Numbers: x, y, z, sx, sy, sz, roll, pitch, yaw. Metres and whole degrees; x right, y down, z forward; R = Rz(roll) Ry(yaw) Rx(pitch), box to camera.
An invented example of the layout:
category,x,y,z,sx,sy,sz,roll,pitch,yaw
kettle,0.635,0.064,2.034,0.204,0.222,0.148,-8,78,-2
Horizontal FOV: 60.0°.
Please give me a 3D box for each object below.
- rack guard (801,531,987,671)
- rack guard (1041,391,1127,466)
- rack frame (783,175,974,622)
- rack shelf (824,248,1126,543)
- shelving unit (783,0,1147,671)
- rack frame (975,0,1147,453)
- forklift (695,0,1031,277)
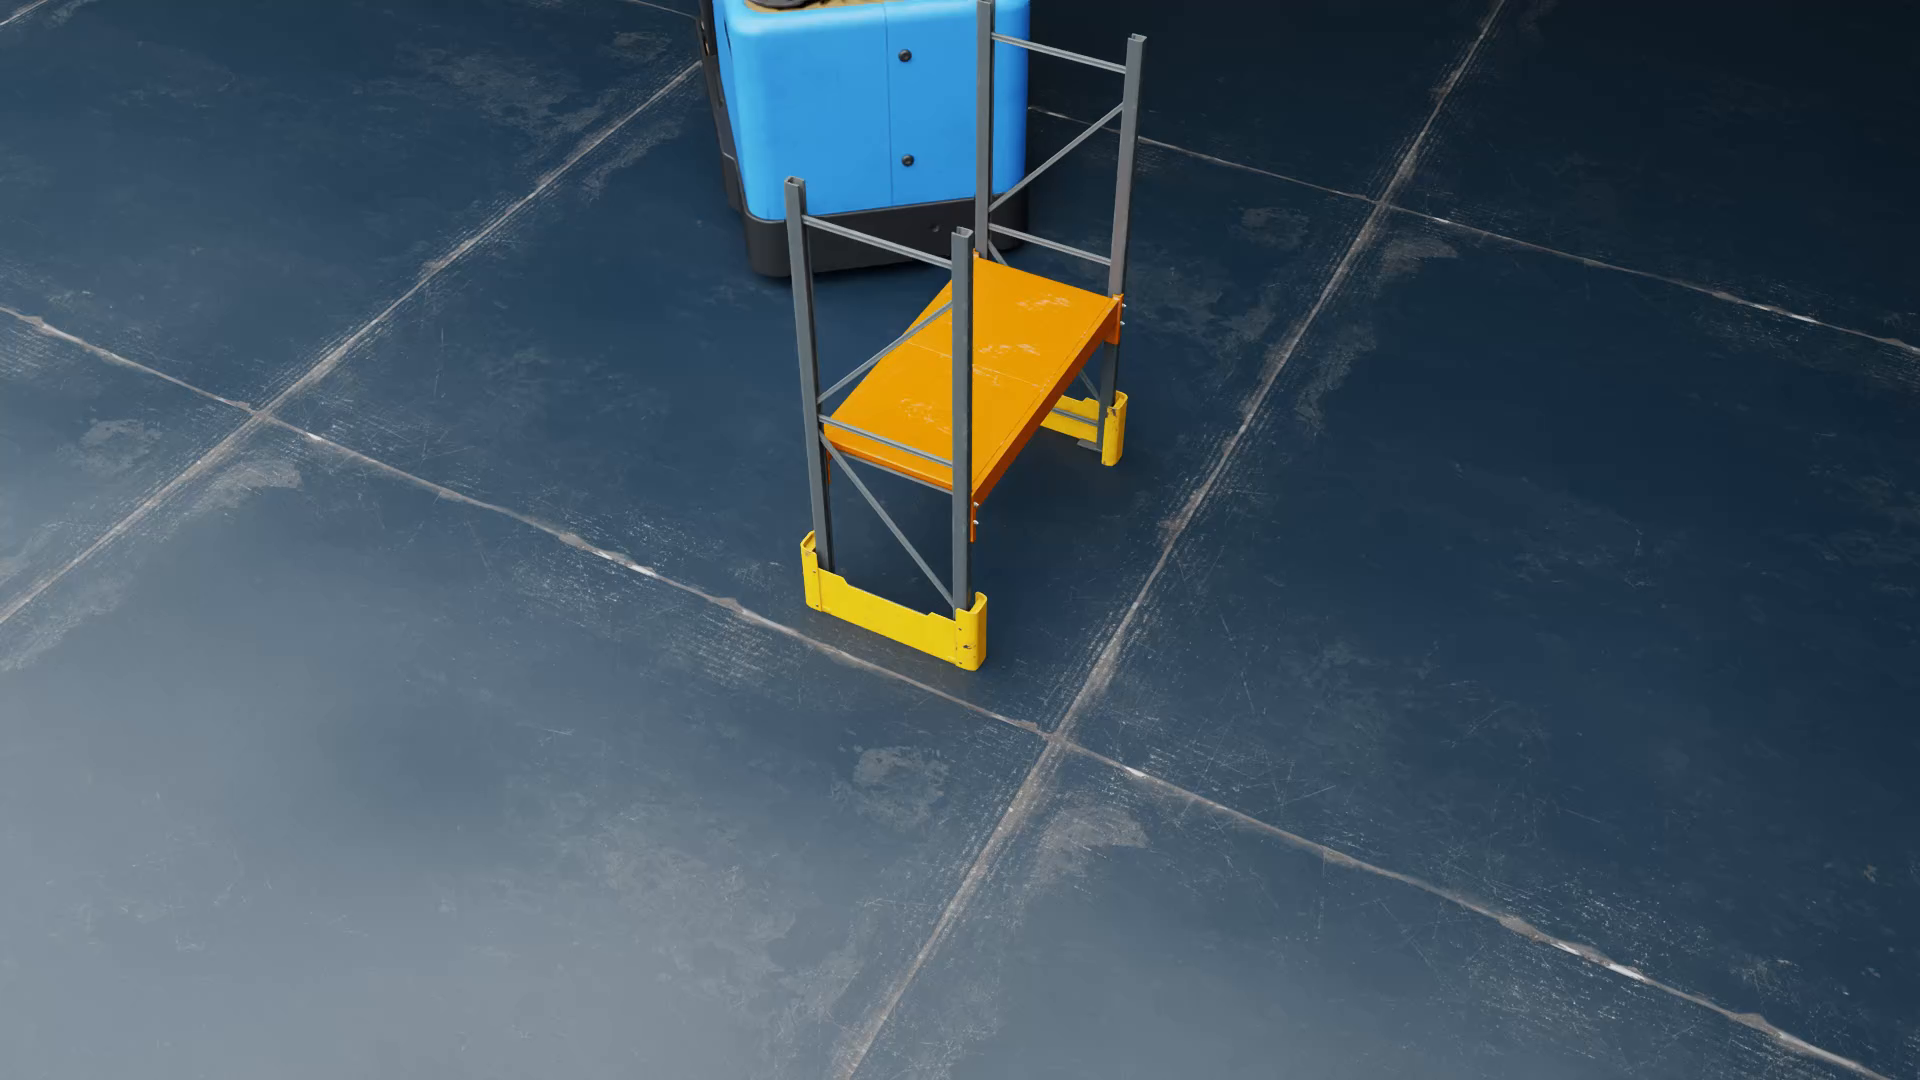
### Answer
category,x,y,z,sx,sy,sz,roll,pitch,yaw
rack guard,-0.196,0.178,4.898,0.587,0.250,0.087,20,49,19
rack guard,0.267,-0.450,5.519,0.587,0.250,0.087,20,49,19
rack frame,-0.196,-0.261,4.453,0.500,1.500,0.032,20,49,19
rack shelf,0.040,-0.455,4.898,0.538,0.185,1.000,20,49,19
shelving unit,0.035,-0.575,4.764,0.587,1.500,1.083,20,49,19
rack frame,0.276,-0.901,5.086,0.500,1.500,0.032,20,49,19
forklift,-0.548,-3.060,6.213,1.130,2.935,3.031,-8,46,-8
